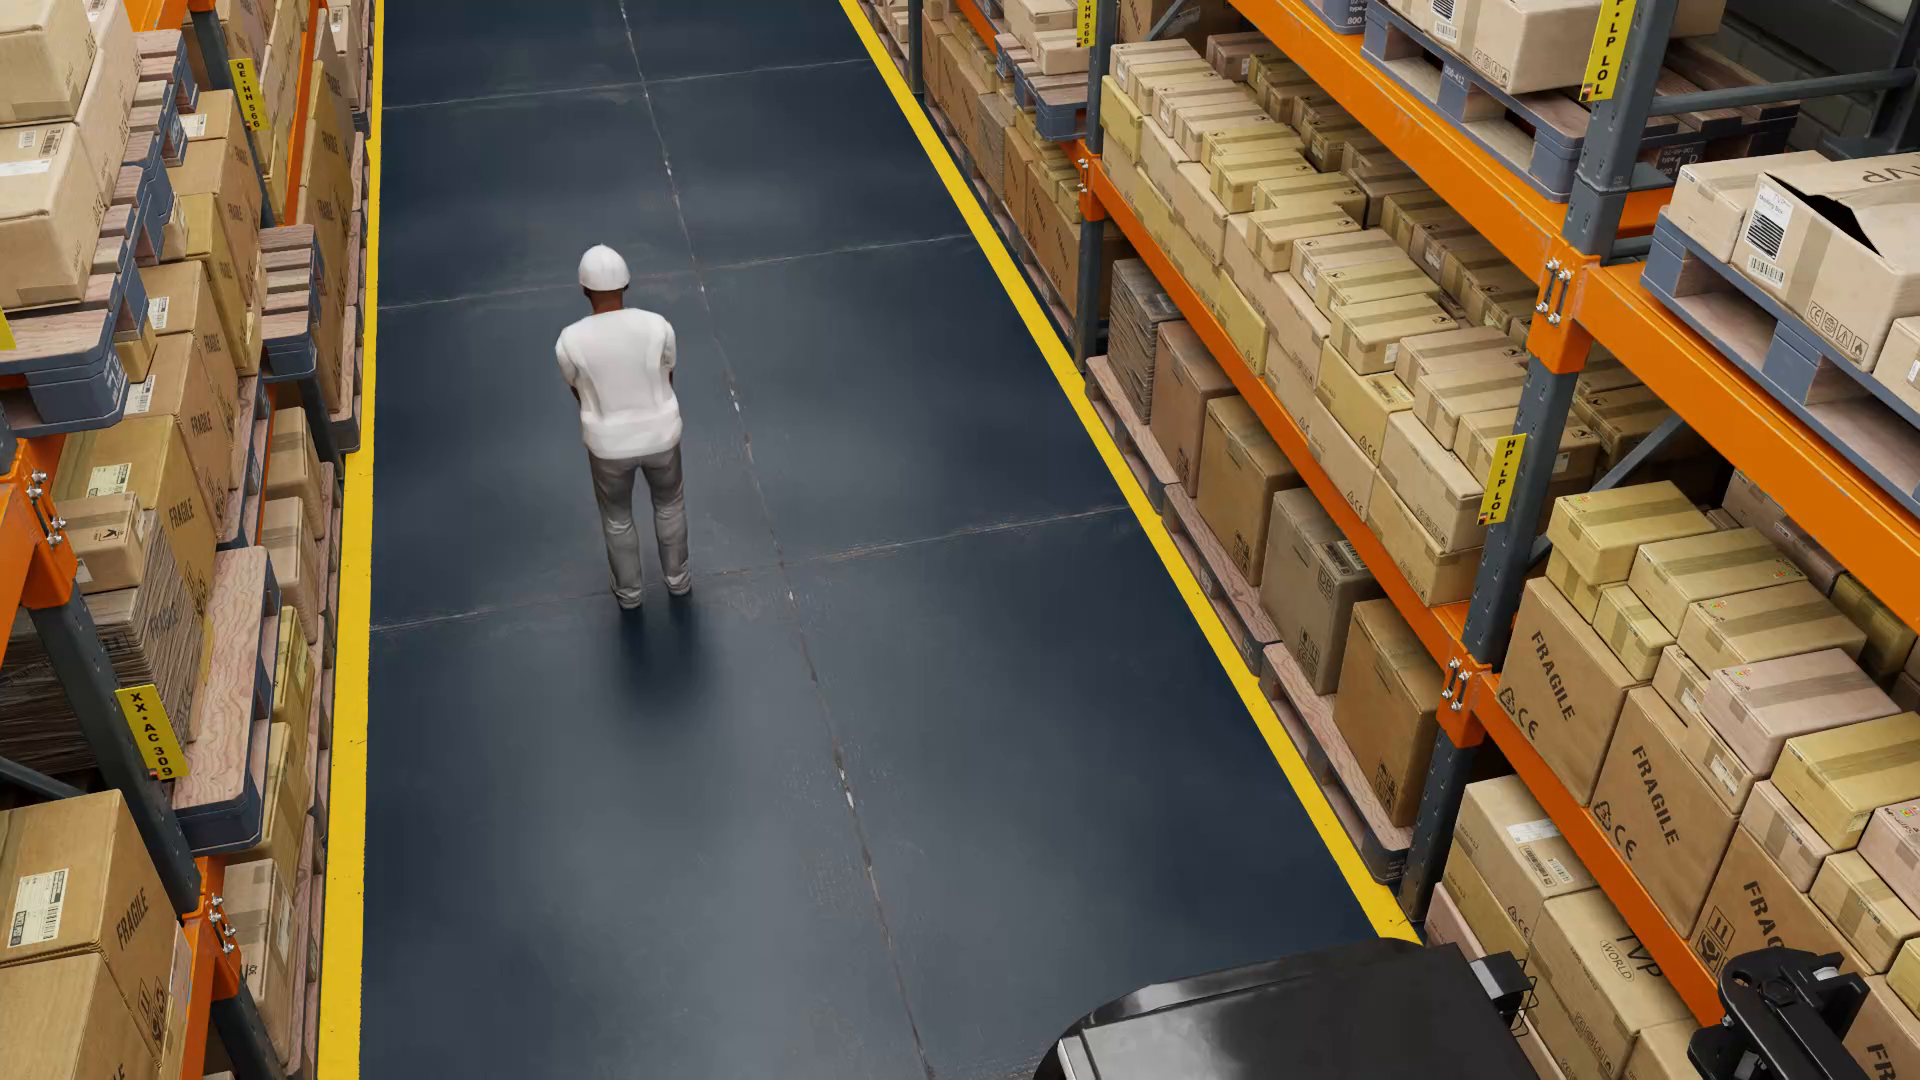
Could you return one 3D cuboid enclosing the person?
[{"bbox_3d":[-1.473,-0.509,7.357,0.503,1.752,0.582,-10,39,-13],"label":"person"}]
